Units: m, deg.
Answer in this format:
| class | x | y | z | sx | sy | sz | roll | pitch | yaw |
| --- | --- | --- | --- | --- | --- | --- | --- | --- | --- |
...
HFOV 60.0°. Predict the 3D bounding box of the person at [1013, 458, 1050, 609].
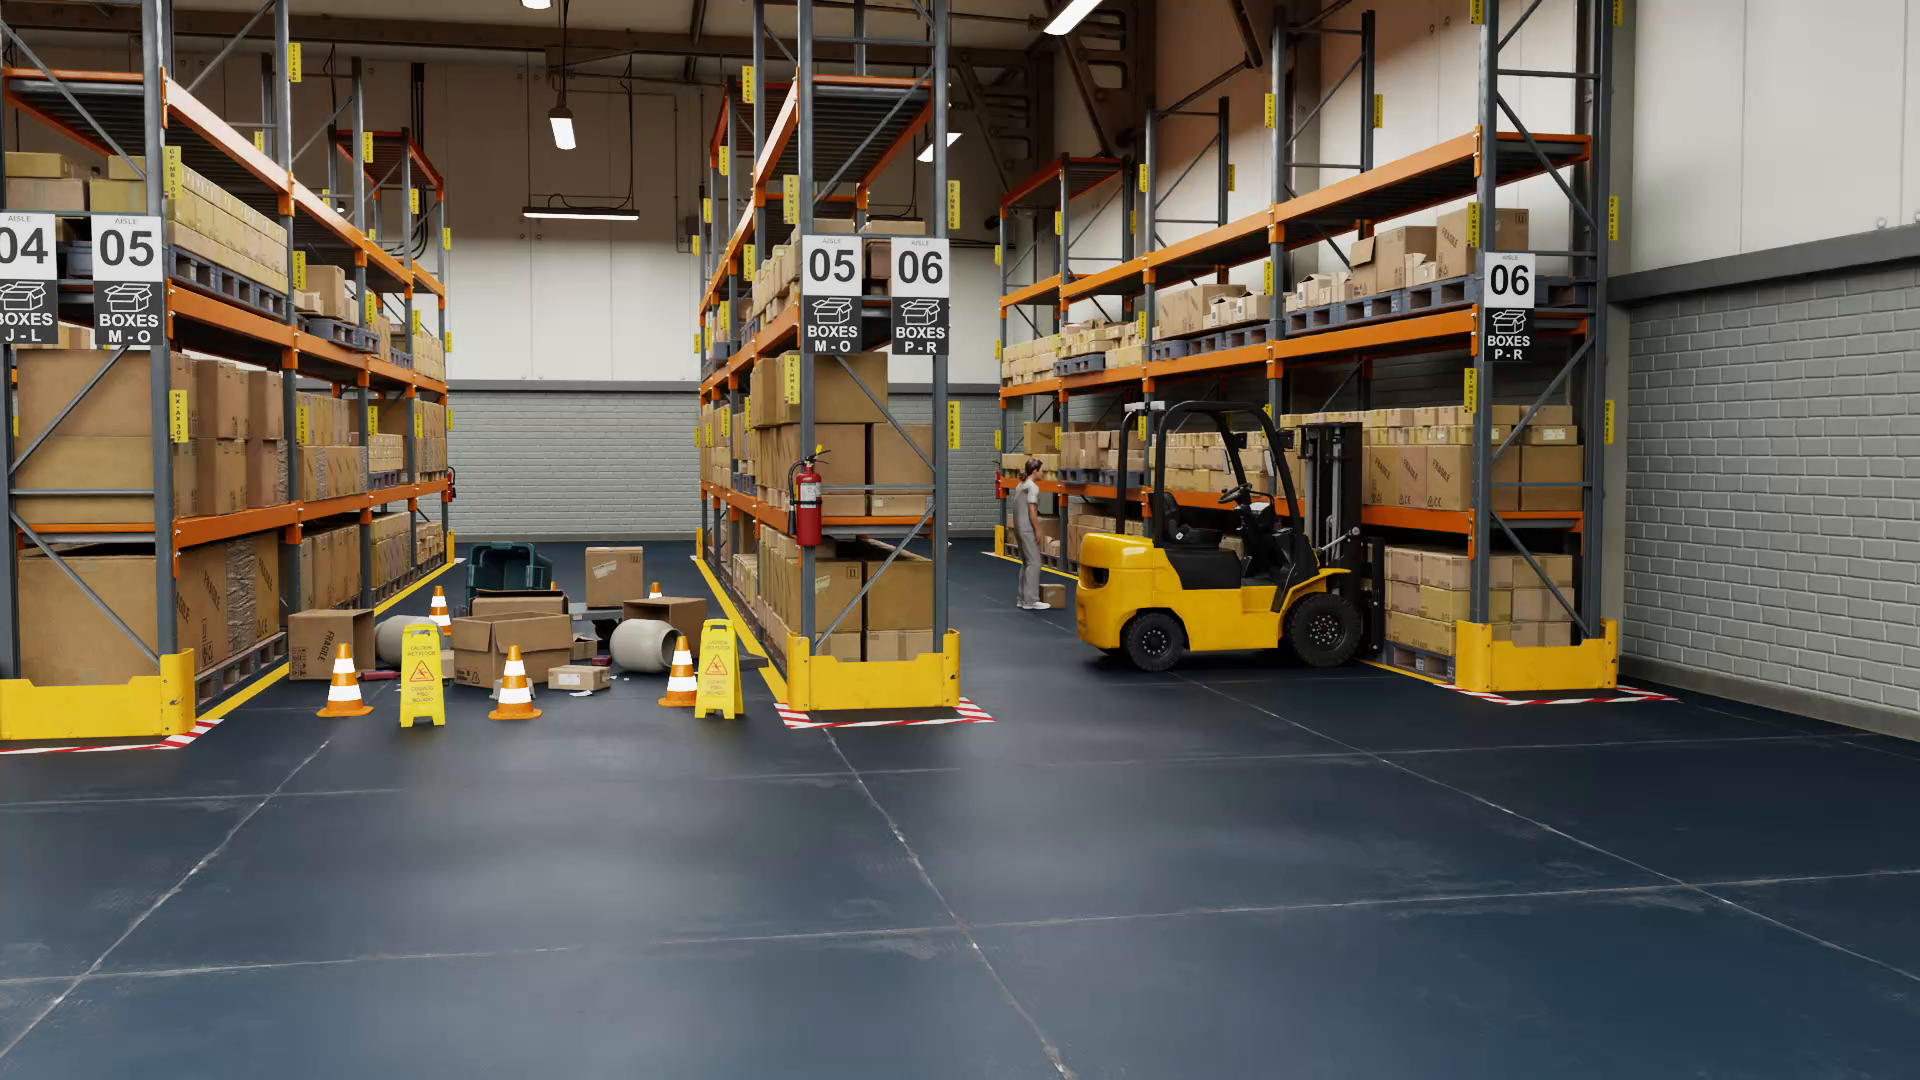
| class | x | y | z | sx | sy | sz | roll | pitch | yaw |
| --- | --- | --- | --- | --- | --- | --- | --- | --- | --- |
| person | 0.784 | -0.076 | 18.555 | 0.365 | 1.671 | 0.513 | -1 | 3 | -15 |
